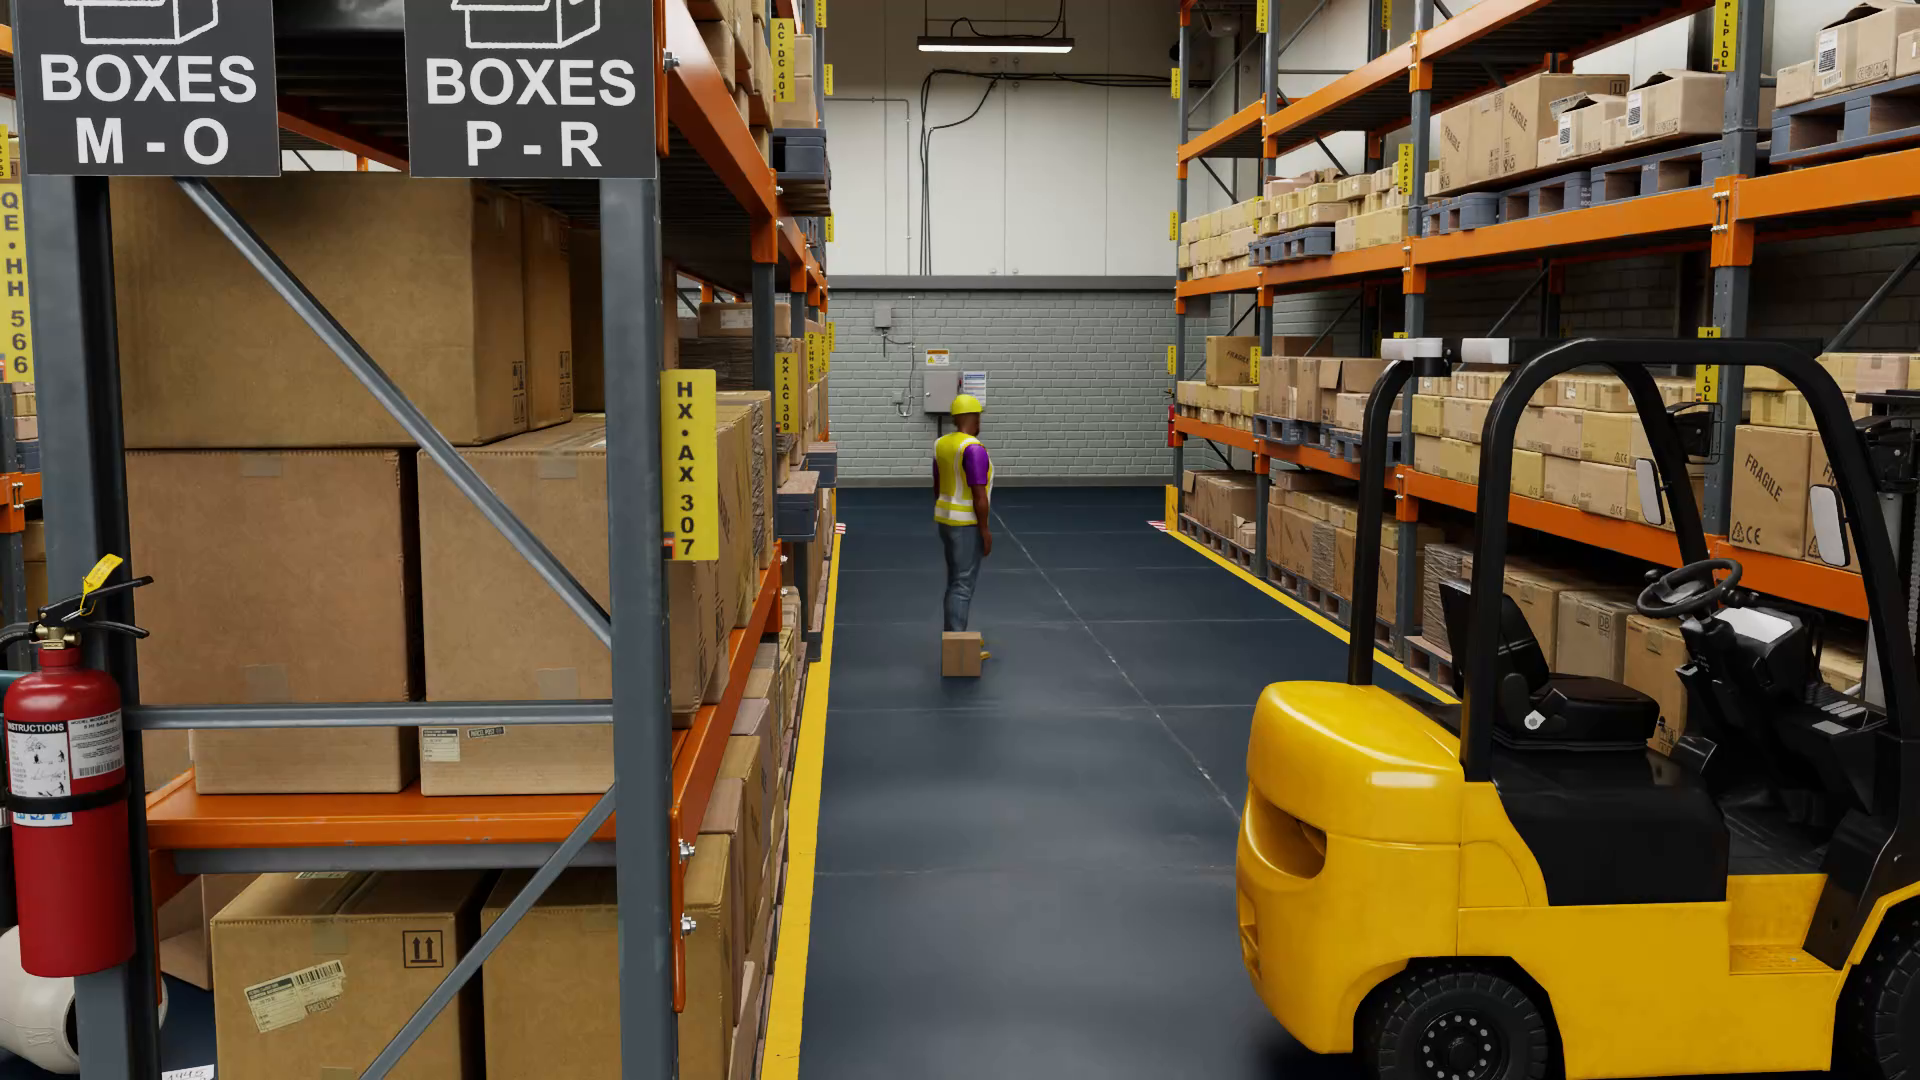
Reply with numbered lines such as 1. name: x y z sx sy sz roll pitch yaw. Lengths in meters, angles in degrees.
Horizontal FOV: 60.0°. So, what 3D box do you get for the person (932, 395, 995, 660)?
1. person: 0.042 -0.093 11.220 0.448 1.760 0.610 -3 8 -26
